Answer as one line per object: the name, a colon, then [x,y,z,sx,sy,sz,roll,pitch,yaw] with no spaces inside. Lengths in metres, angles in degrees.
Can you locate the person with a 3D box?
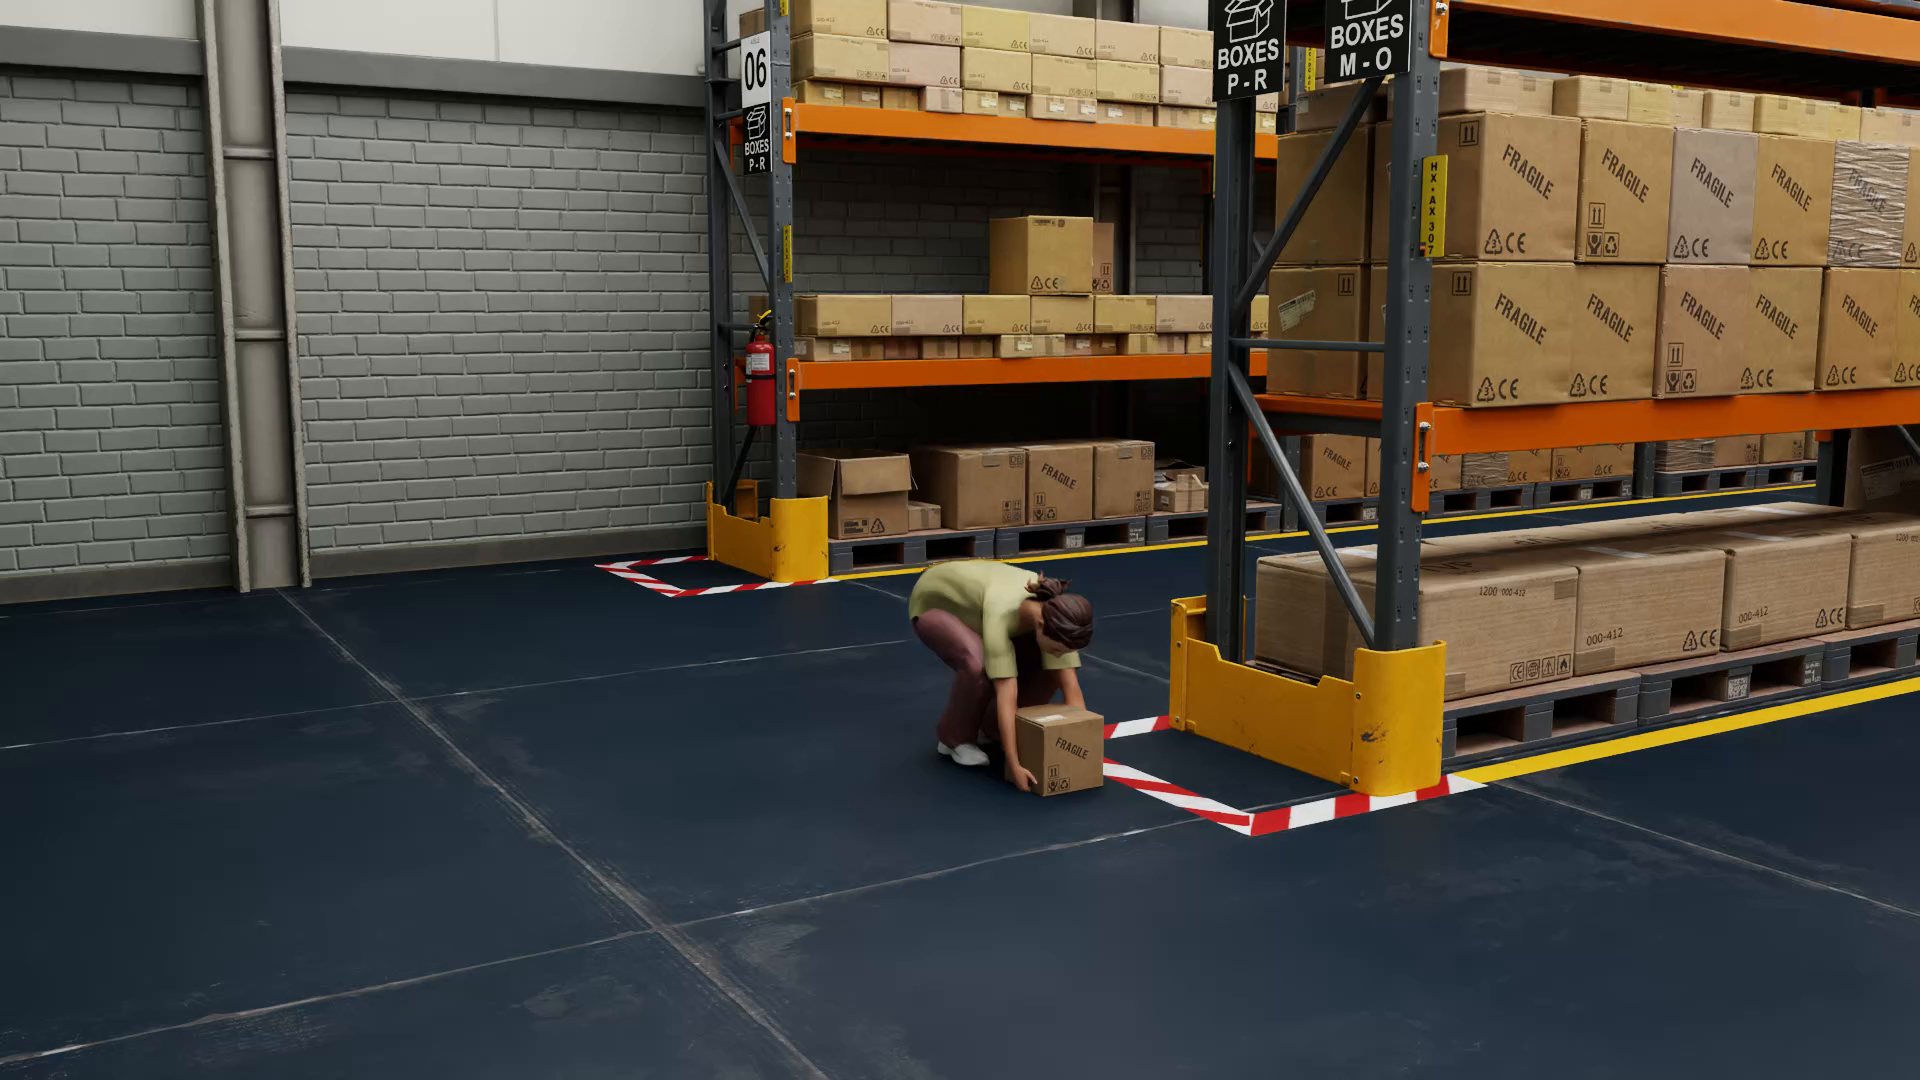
person: [0.164,0.475,6.016,0.454,0.712,0.867,-6,10,-35]
